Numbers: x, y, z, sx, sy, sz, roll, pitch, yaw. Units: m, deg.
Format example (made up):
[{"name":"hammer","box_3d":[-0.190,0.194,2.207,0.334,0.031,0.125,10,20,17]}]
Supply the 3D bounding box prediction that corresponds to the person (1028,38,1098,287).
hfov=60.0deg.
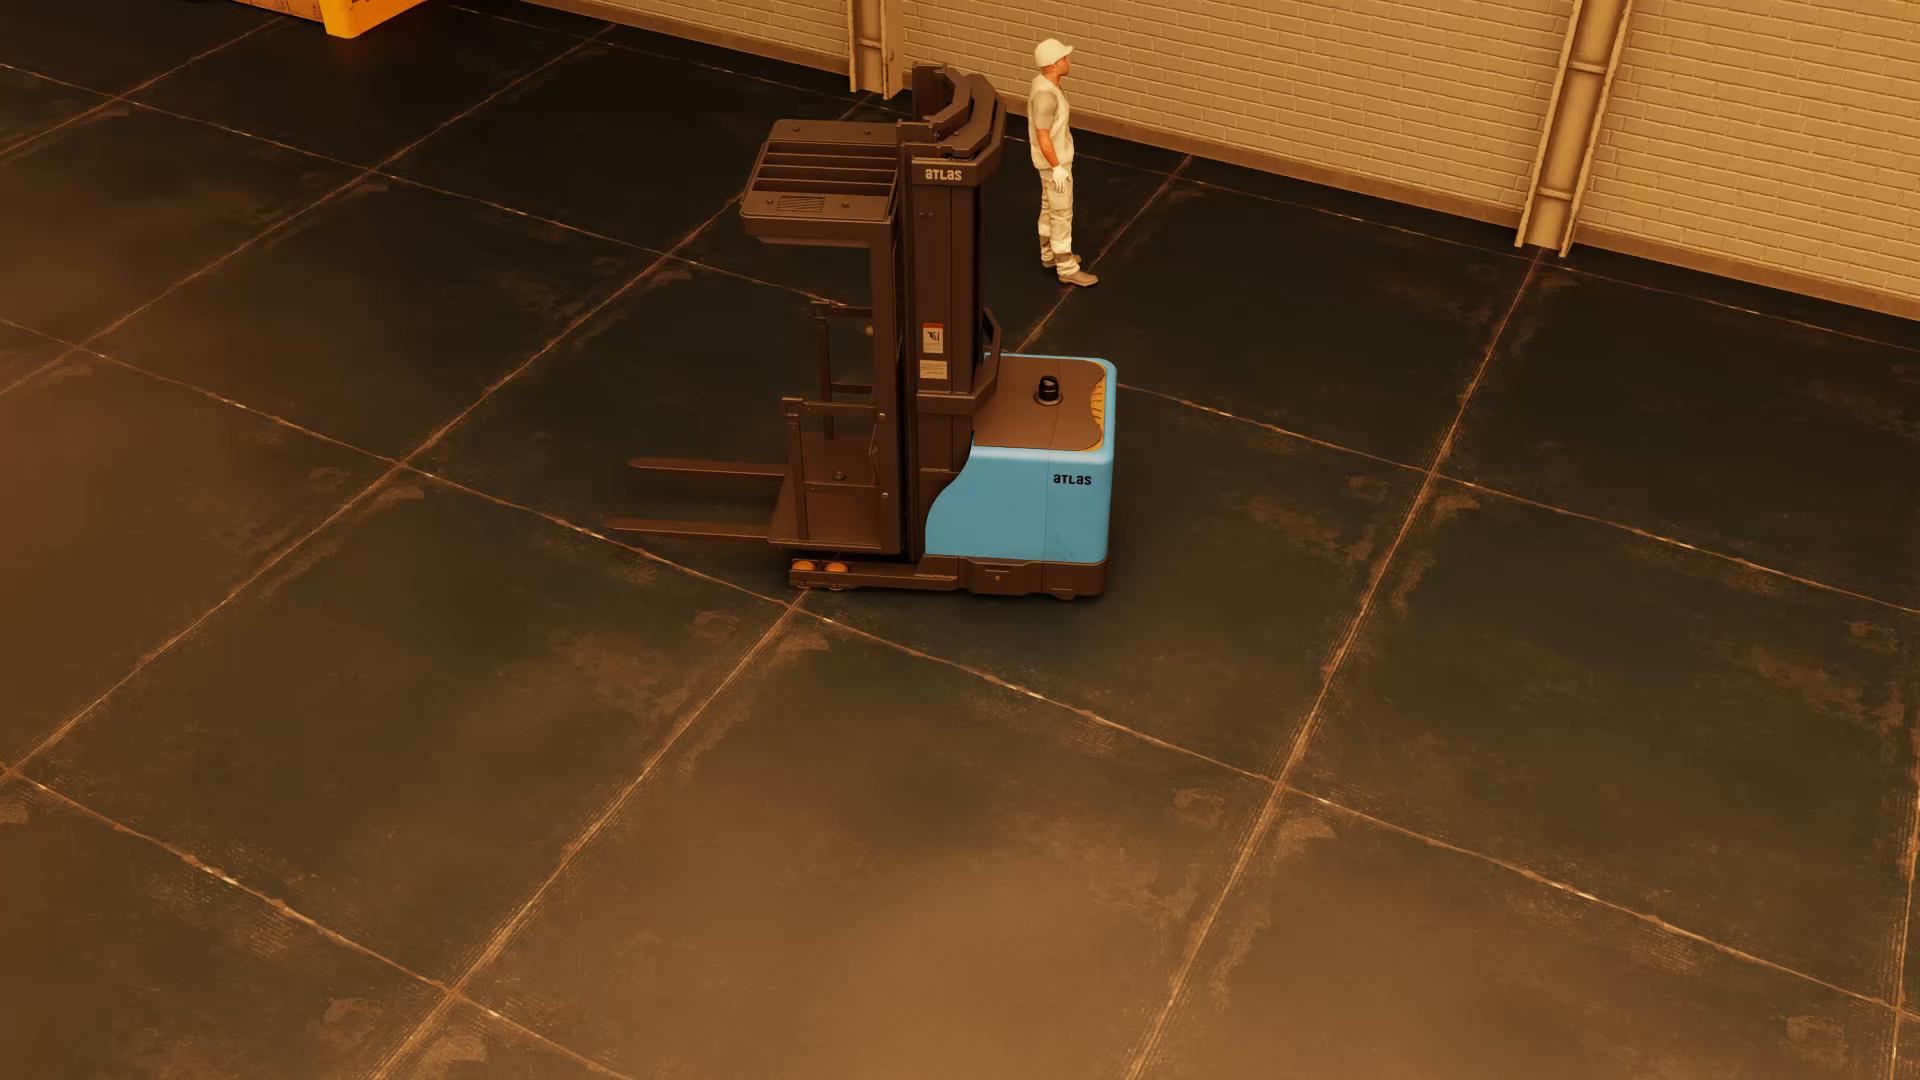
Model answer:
[{"name":"person","box_3d":[0.767,-2.780,12.162,0.564,1.789,0.638,1,40,2]}]

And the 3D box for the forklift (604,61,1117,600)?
[{"name":"forklift","box_3d":[-0.606,-1.157,9.360,3.031,2.935,1.130,3,40,4]}]
